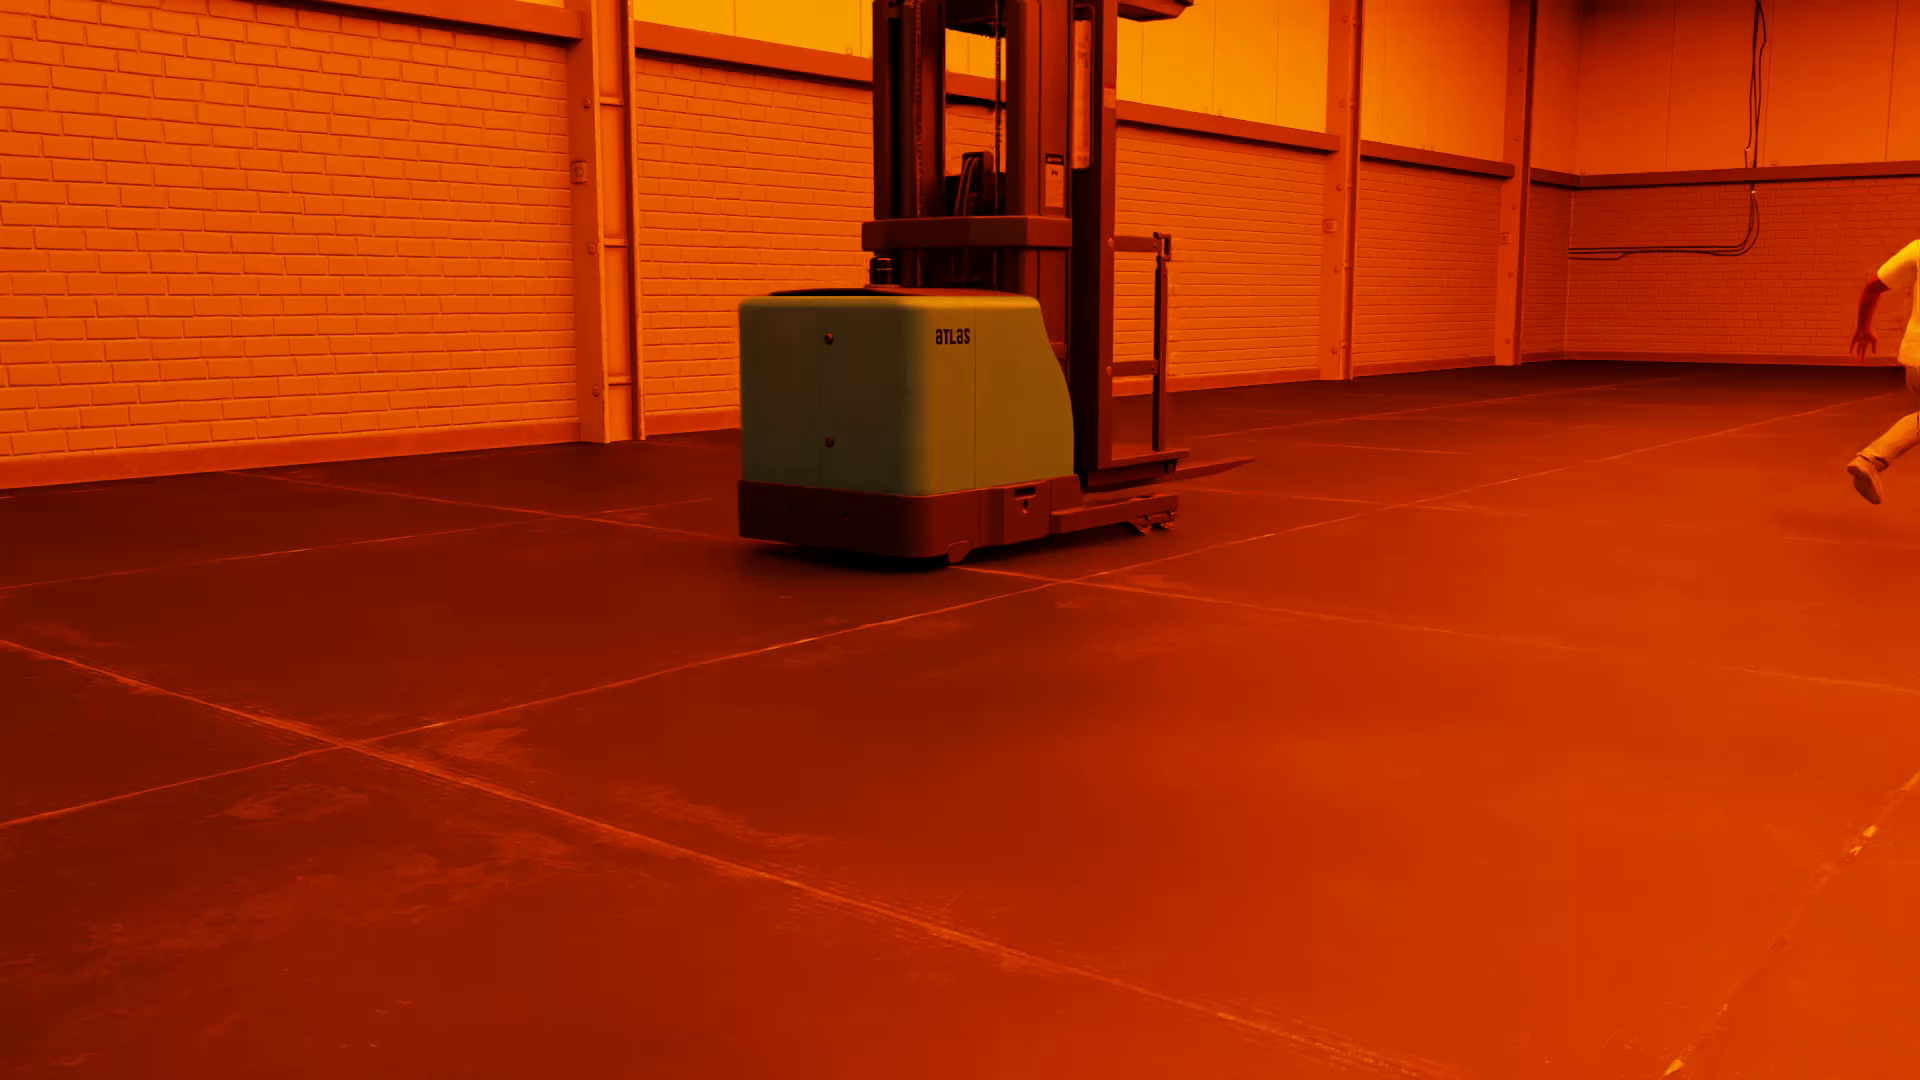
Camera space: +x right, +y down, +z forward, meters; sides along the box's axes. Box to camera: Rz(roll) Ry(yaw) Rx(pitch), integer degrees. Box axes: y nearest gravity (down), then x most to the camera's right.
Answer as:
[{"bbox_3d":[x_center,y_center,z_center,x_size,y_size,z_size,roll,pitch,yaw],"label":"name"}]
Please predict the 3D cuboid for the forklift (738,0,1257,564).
[{"bbox_3d":[0.373,-1.522,7.685,1.130,2.935,3.031,7,11,38],"label":"forklift"}]

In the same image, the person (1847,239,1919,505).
[{"bbox_3d":[4.717,-0.861,7.772,0.506,1.638,1.085,-3,9,-21],"label":"person"}]
